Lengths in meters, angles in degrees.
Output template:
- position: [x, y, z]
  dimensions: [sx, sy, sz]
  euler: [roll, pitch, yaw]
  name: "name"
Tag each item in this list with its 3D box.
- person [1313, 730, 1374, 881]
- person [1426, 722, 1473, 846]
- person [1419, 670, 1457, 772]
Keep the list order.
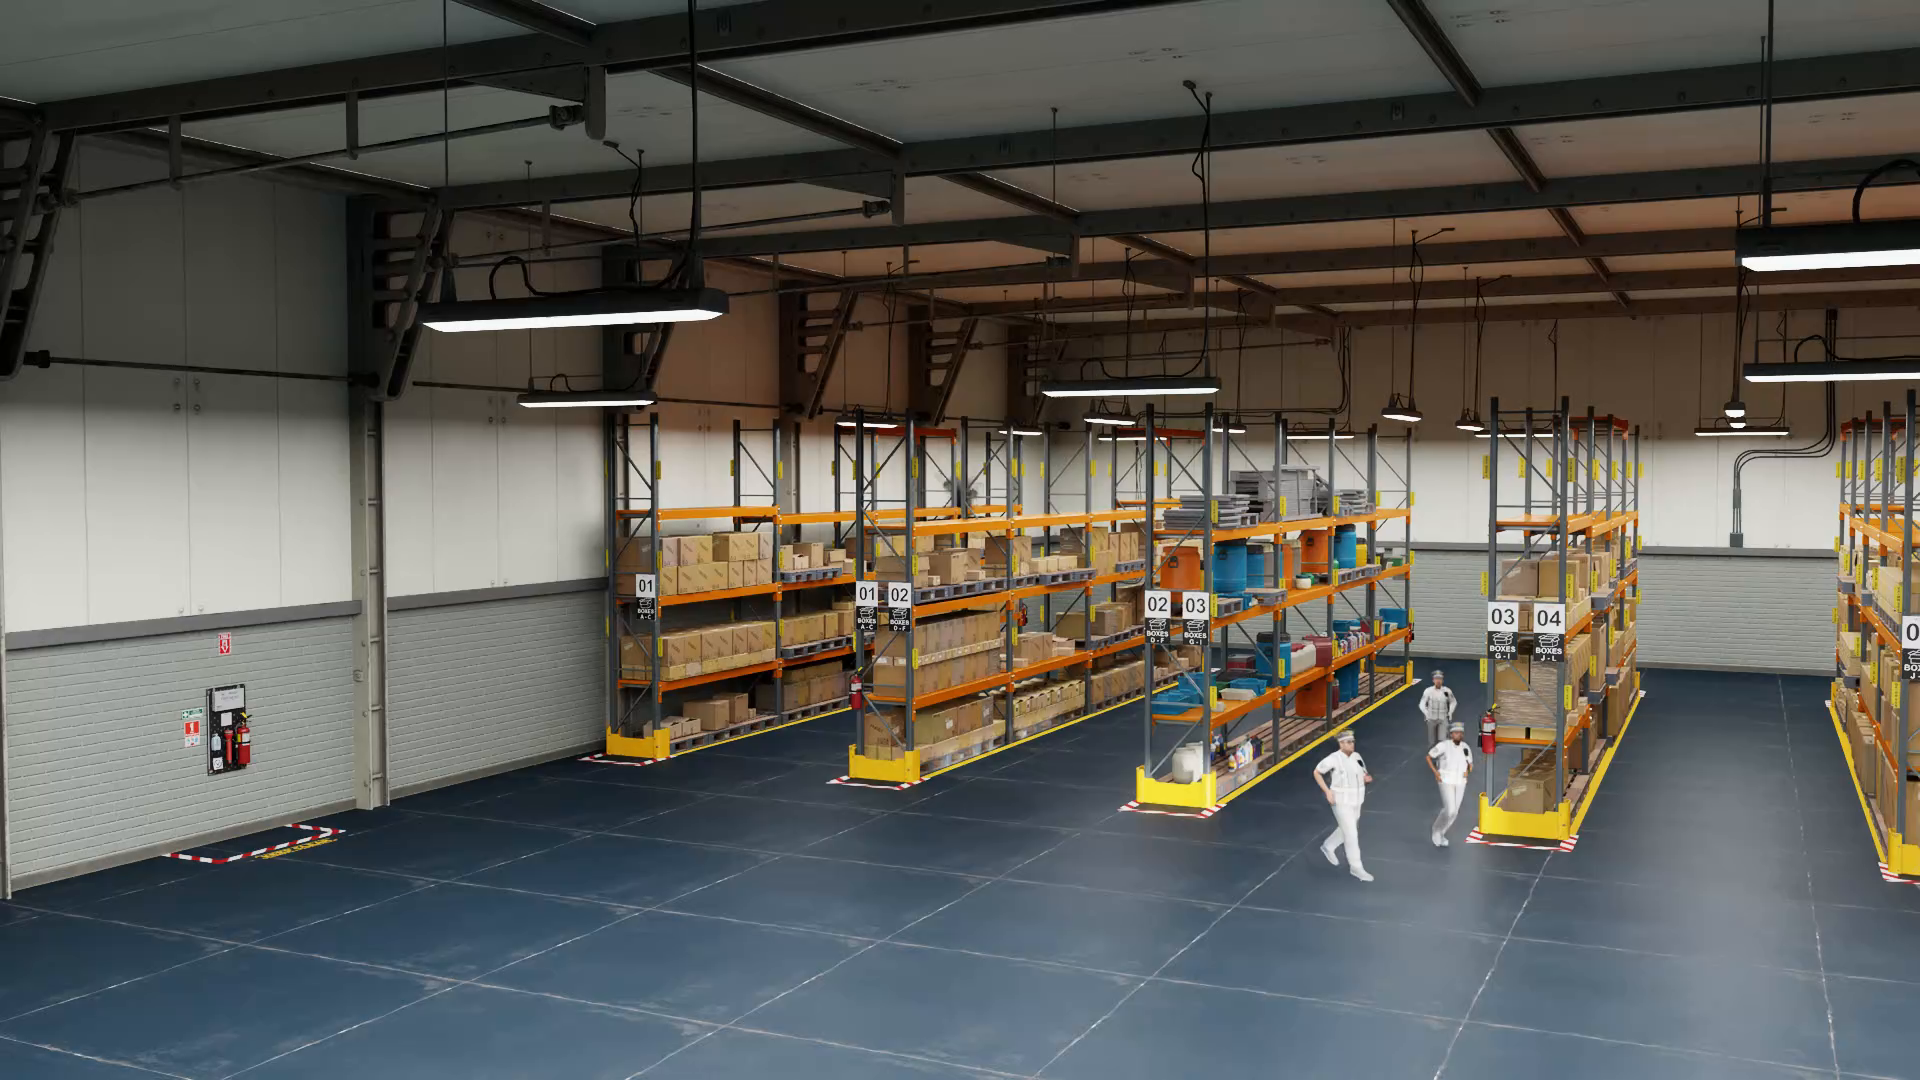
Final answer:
- position: [4.772, 3.226, 20.532]
  dimensions: [0.661, 1.776, 0.981]
  euler: [-2, 3, -35]
  name: "person"
- position: [6.546, 3.237, 22.086]
  dimensions: [0.604, 1.666, 0.564]
  euler: [0, 2, -9]
  name: "person"
- position: [8.000, 3.011, 27.826]
  dimensions: [0.612, 1.682, 0.747]
  euler: [1, 2, 12]
  name: "person"
